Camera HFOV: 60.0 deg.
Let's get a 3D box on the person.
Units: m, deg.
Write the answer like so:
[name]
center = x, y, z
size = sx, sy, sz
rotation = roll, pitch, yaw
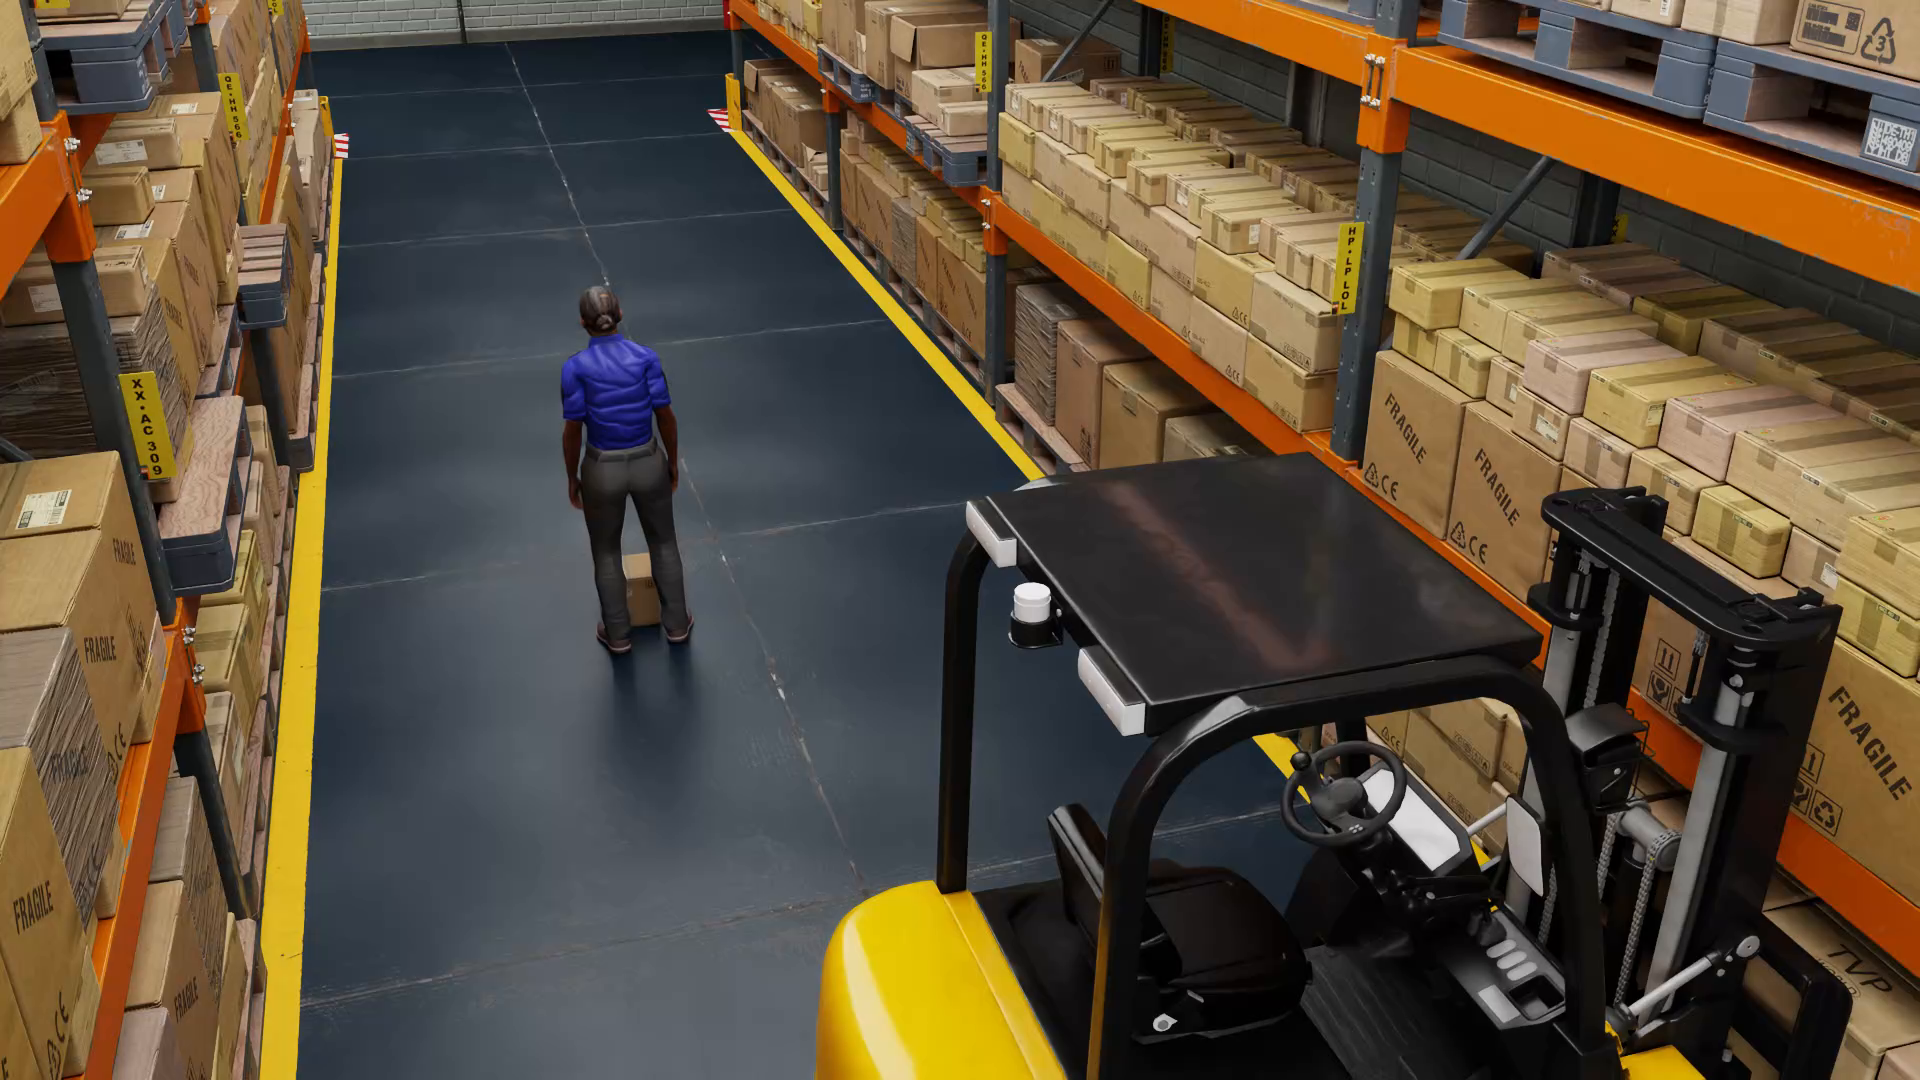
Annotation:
[person]
center = -1.450, -0.292, 7.208
size = 0.515, 1.653, 0.349
rotation = -9, 28, -18
